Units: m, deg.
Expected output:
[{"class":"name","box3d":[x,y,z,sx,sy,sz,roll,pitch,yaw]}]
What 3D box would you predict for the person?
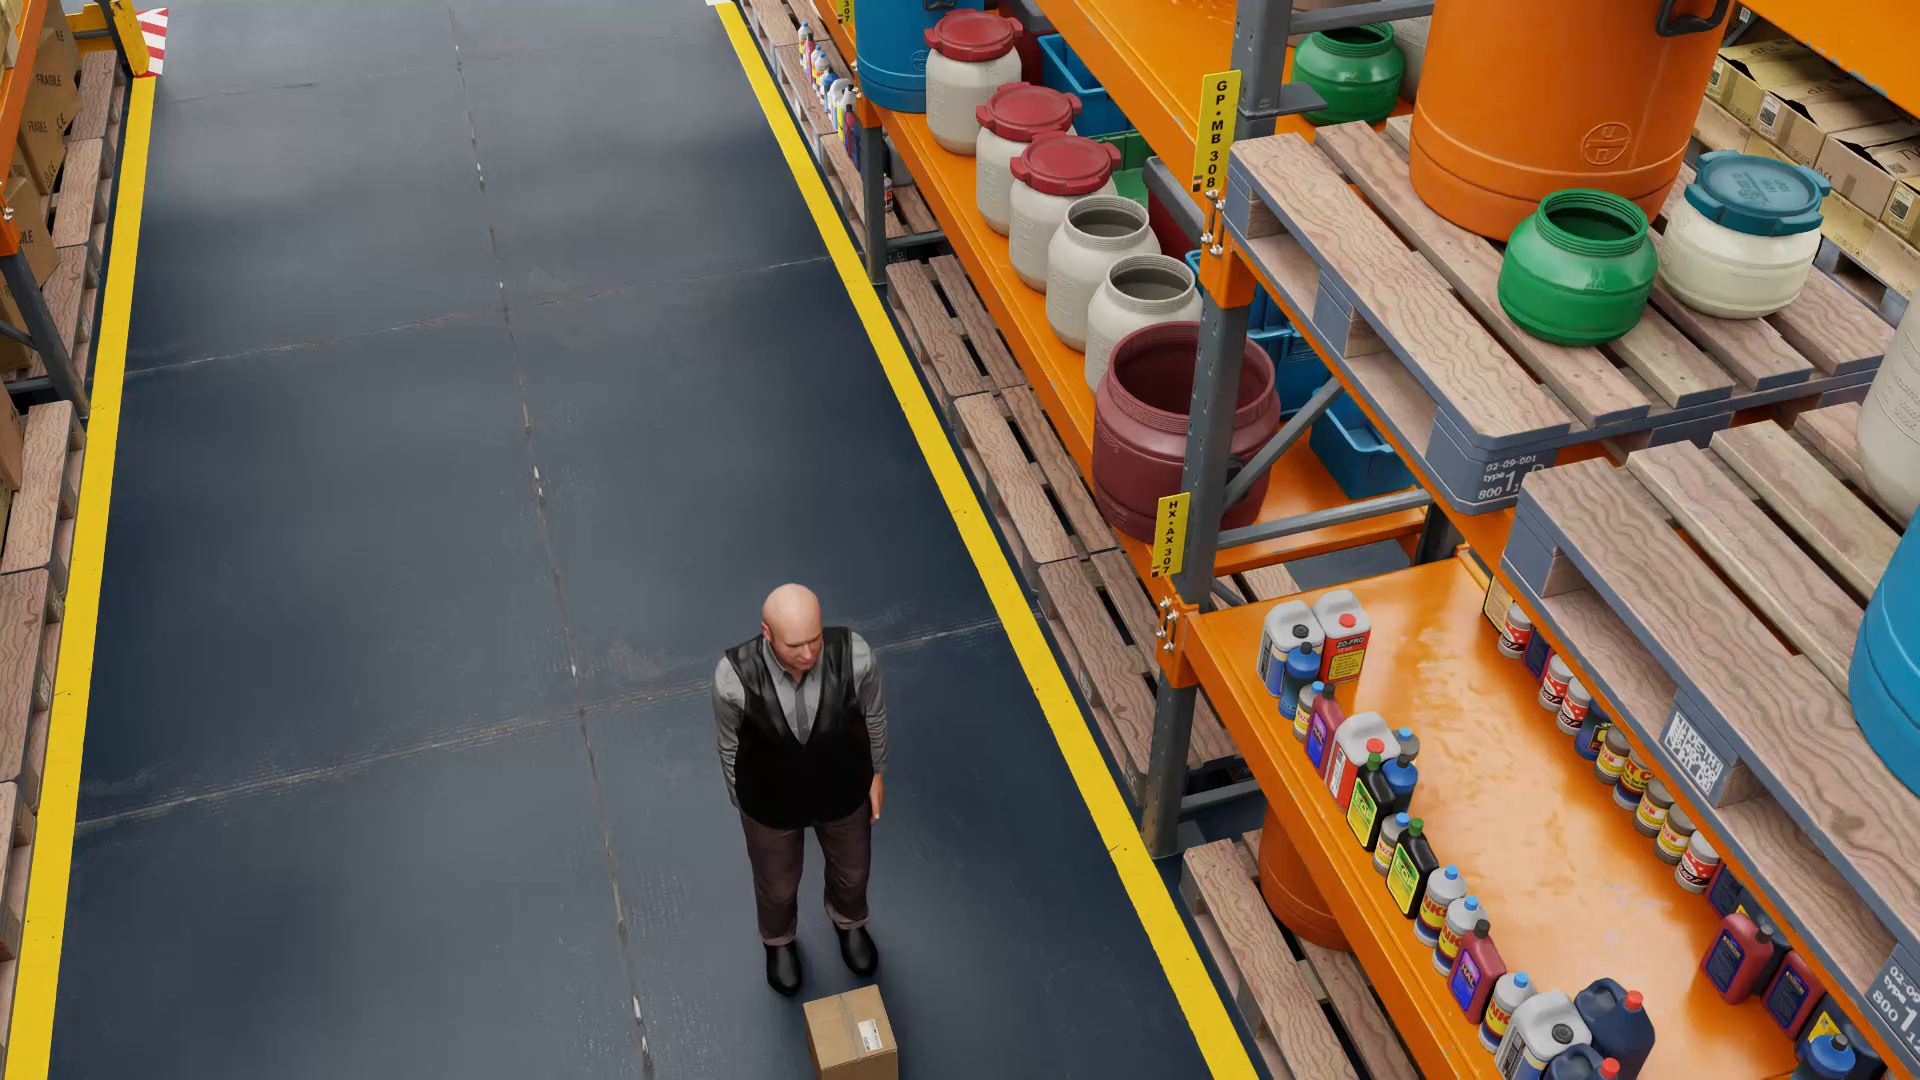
[{"class":"person","box3d":[-0.477,0.800,5.294,0.533,1.715,0.360,-11,43,-12]}]
